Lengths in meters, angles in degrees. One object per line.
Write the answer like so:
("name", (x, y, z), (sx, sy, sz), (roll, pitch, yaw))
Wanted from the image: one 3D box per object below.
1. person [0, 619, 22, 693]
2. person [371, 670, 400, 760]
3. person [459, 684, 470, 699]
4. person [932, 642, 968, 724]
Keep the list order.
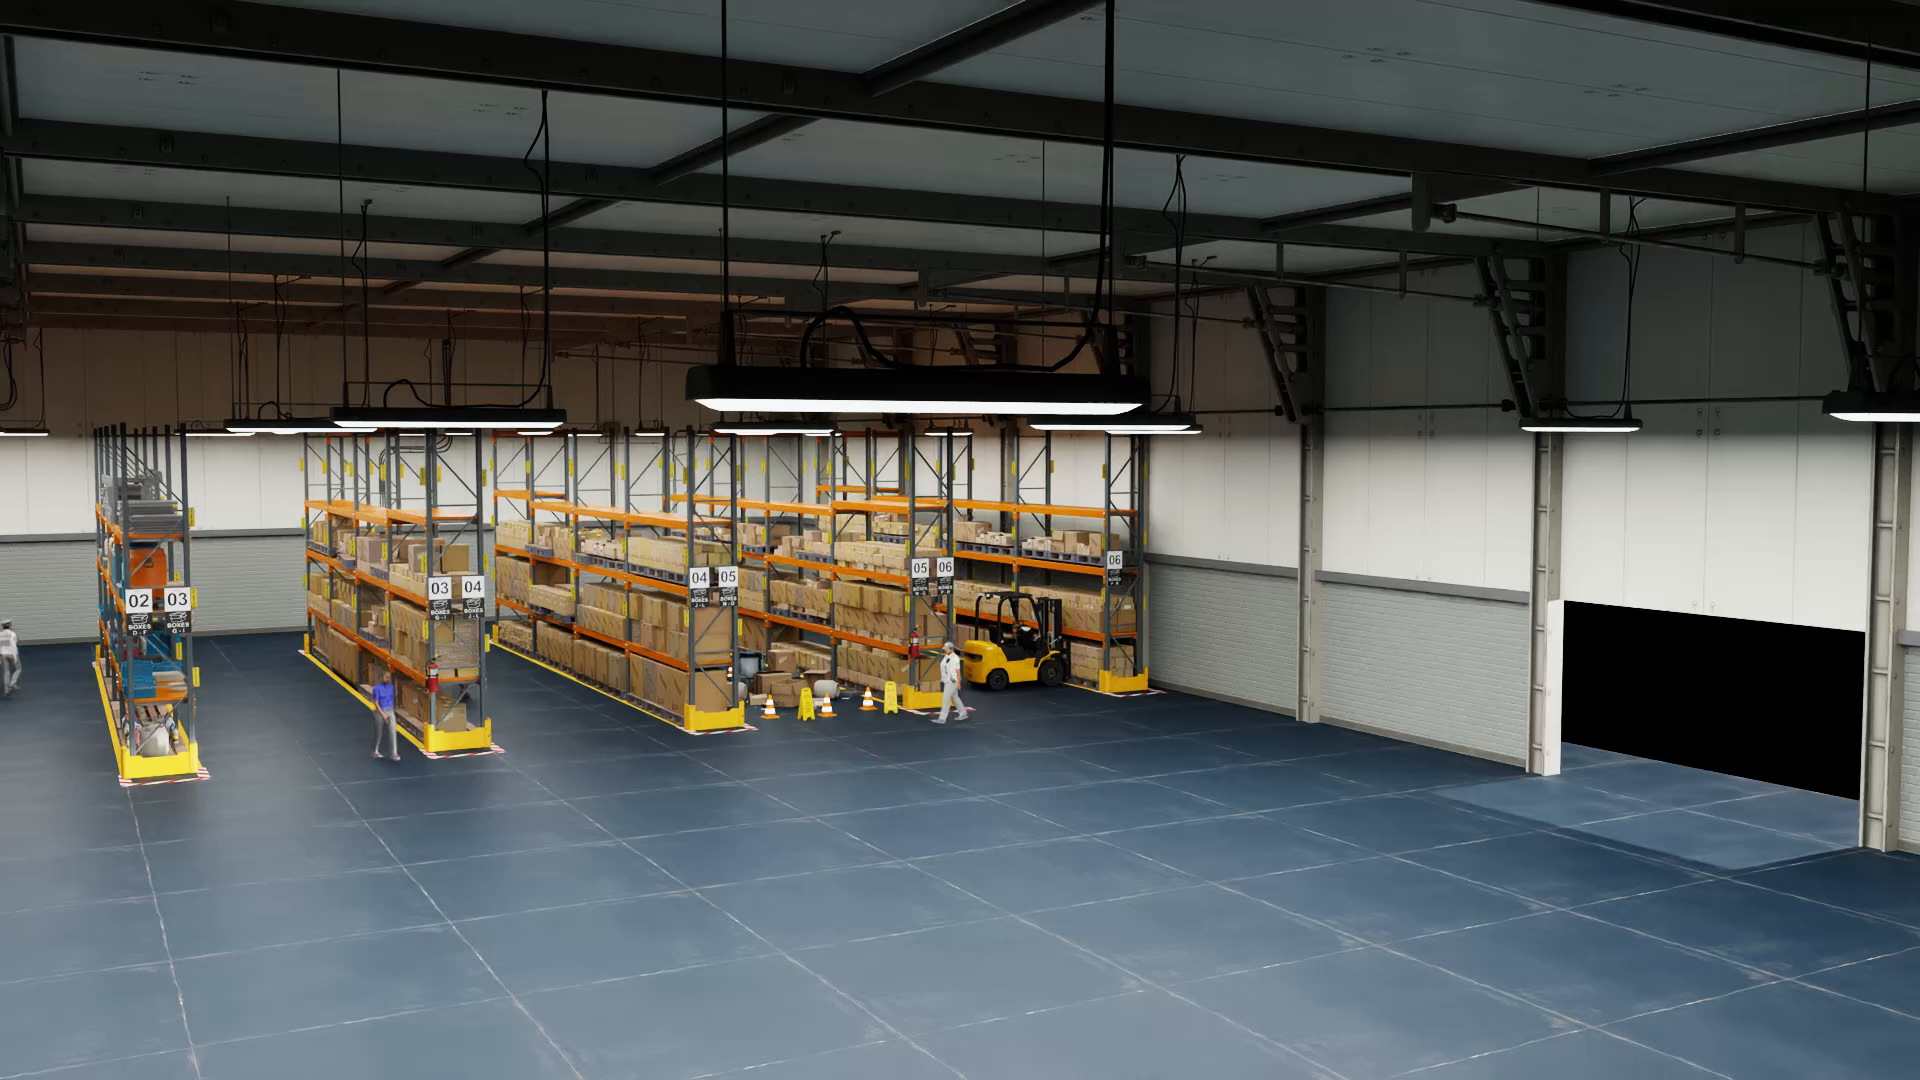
("person", (-21.395, 2.612, 37.375), (0.520, 1.658, 0.494), (-1, 4, -10))
("person", (-10.223, 3.124, 29.616), (0.435, 1.591, 0.978), (-3, 5, -42))
("person", (-10.917, 2.635, 36.760), (0.528, 1.672, 0.979), (-3, 5, -43))
("person", (-0.208, 2.874, 33.589), (0.855, 1.635, 0.510), (-1, 4, -18))
